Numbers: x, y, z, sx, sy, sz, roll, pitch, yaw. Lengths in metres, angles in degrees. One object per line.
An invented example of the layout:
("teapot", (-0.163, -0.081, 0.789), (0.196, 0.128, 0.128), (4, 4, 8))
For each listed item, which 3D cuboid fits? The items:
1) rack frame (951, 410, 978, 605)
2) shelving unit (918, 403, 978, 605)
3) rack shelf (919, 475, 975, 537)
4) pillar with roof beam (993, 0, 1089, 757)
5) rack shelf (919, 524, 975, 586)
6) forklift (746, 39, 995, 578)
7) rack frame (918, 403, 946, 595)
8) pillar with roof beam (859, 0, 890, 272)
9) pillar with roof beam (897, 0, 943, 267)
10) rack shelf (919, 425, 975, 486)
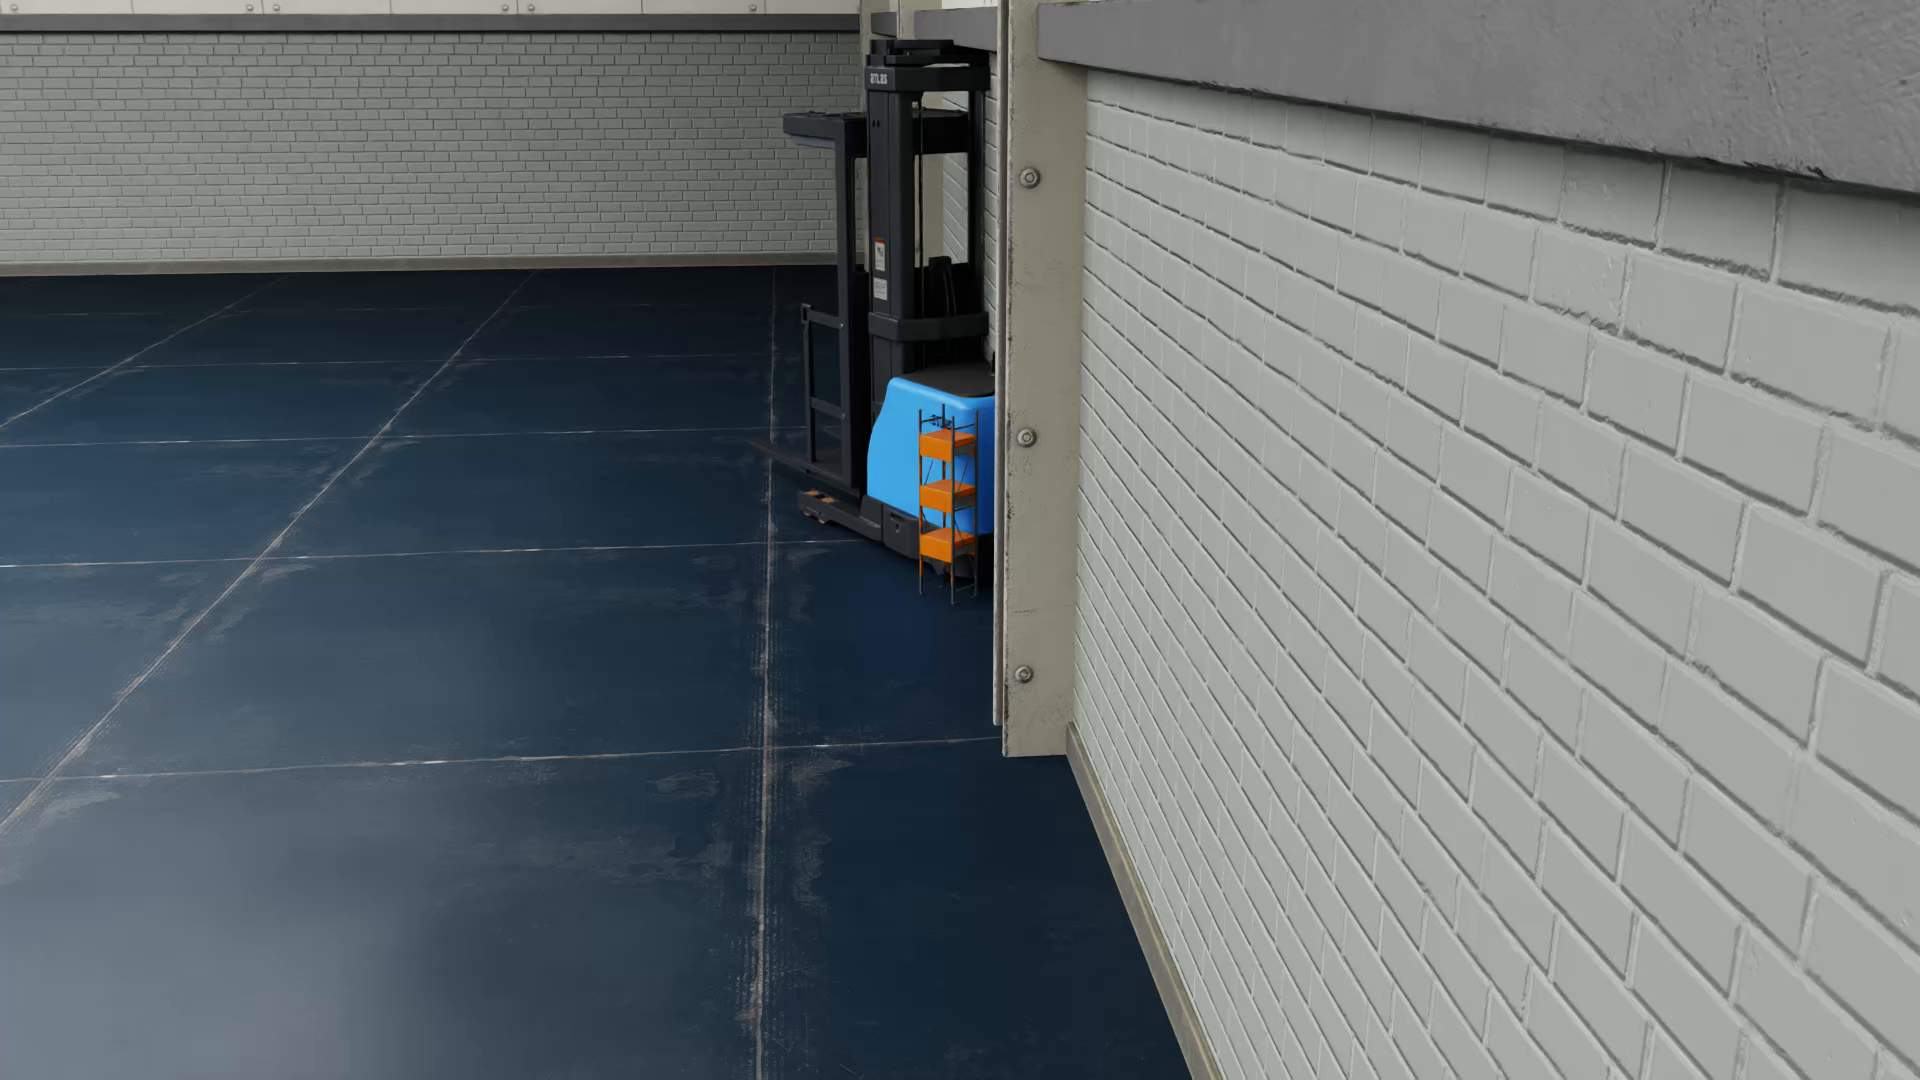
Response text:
("rack frame", (0.026, -0.170, 8.966), (0.008, 1.050, 0.200), (16, 23, 41))
("shelving unit", (-0.063, -0.195, 9.046), (0.252, 1.050, 0.215), (16, 23, 41))
("rack shelf", (-0.063, -0.185, 9.049), (0.240, 0.259, 0.215), (16, 23, 41))
("pillar with roof beam", (-3.958, -3.286, 5.621), (9.100, 9.000, 0.400), (-2, 18, -6))
("rack shelf", (-0.063, 0.080, 9.132), (0.240, 0.259, 0.215), (16, 23, 41))
("forklift", (-0.383, -1.570, 10.286), (1.130, 2.935, 3.031), (-11, 21, -32))
("rack frame", (-0.152, -0.220, 9.126), (0.008, 1.050, 0.200), (16, 23, 41))
("pillar with roof beam", (-5.196, -6.861, 17.009), (9.100, 9.000, 0.400), (-2, 18, -6))
("pillar with roof beam", (-4.577, -5.074, 11.315), (9.100, 9.000, 0.400), (-2, 18, -6))
("rack shelf", (-0.063, -0.456, 8.964), (0.240, 0.259, 0.215), (16, 23, 41))
